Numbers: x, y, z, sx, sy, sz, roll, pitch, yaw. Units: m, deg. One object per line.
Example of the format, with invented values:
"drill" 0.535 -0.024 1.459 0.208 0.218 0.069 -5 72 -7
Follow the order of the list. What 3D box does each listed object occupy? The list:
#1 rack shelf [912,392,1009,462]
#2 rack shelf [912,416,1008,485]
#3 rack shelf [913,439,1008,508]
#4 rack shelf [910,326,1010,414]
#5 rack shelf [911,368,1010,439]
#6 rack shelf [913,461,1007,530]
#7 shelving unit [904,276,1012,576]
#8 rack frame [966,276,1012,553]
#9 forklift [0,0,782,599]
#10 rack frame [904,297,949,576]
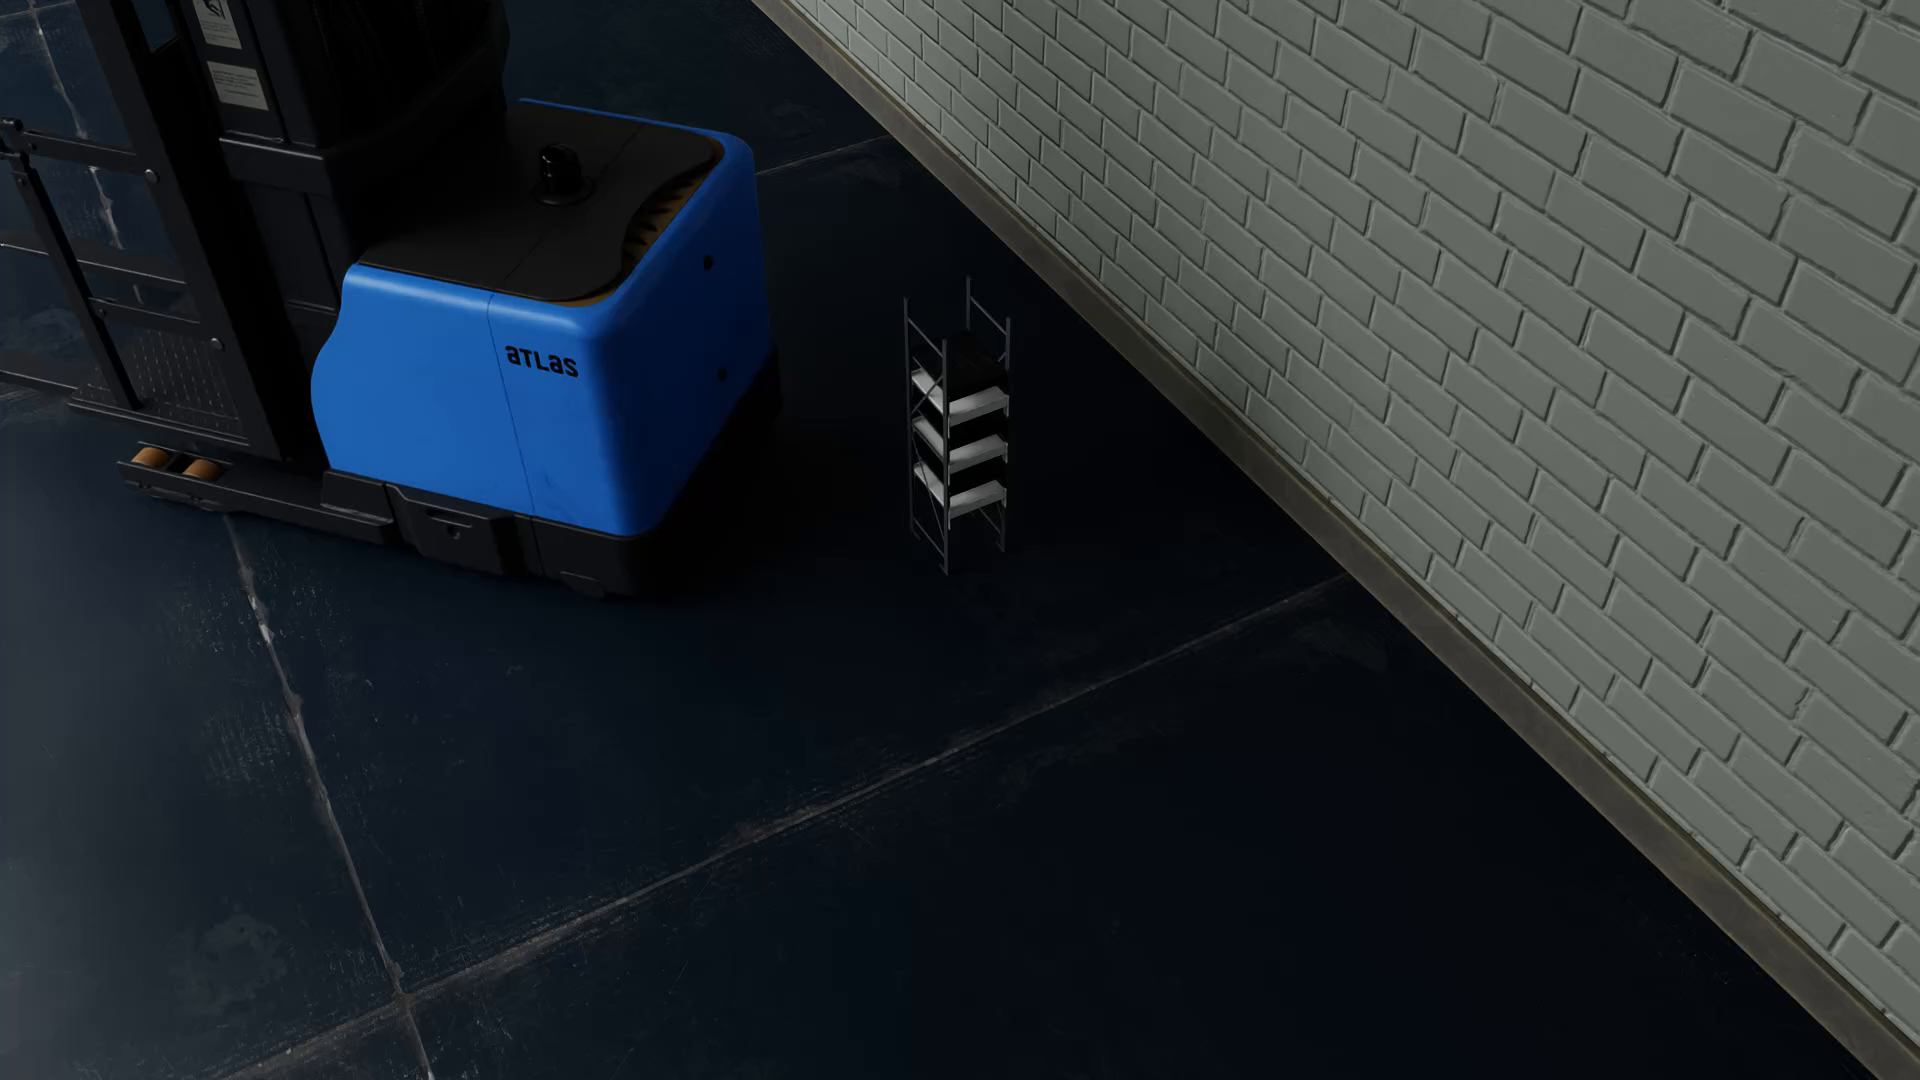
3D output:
"rack shelf" -0.007 -0.361 4.894 0.200 0.077 0.258 -22 48 -21
"rack shelf" -0.007 -0.296 4.957 0.200 0.077 0.258 -22 48 -21
"rack shelf" -0.007 -0.232 5.020 0.200 0.077 0.258 -22 48 -21
"rack shelf" -0.007 -0.490 4.769 0.200 0.077 0.258 -22 48 -21
"rack shelf" -0.007 -0.425 4.832 0.200 0.077 0.258 -22 48 -21
"rack shelf" -0.007 -0.167 5.082 0.200 0.077 0.258 -22 48 -21
"shelving unit" -0.007 -0.320 4.934 0.210 0.900 0.258 -22 48 -21
"rack frame" 0.081 -0.355 4.970 0.006 0.900 0.240 -22 48 -21
"forklift" -2.175 -1.481 4.671 3.031 2.935 1.130 13 46 13
"rack frame" -0.095 -0.285 4.897 0.006 0.900 0.240 -22 48 -21
